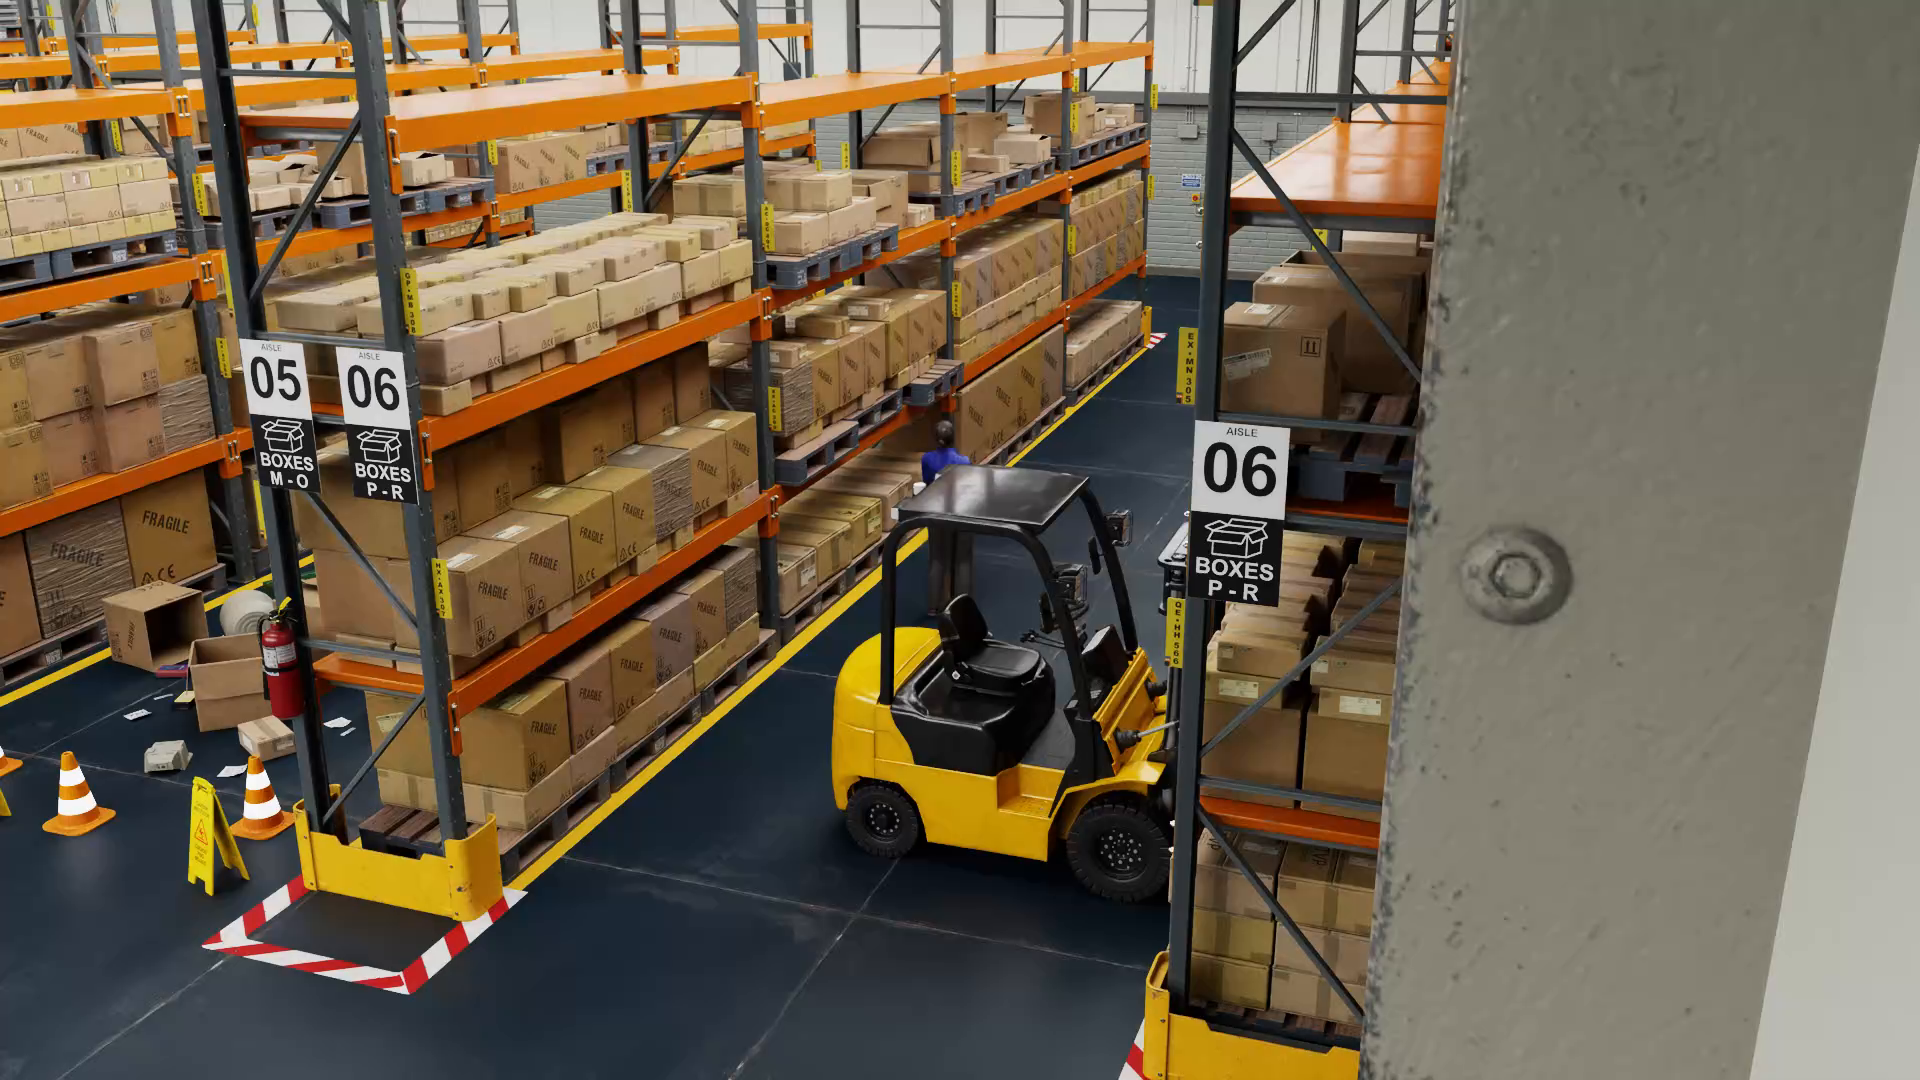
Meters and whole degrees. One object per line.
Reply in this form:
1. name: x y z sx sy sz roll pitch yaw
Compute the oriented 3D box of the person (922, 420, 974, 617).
1. person: -0.052 -0.192 13.406 0.456 1.655 0.507 8 20 23
